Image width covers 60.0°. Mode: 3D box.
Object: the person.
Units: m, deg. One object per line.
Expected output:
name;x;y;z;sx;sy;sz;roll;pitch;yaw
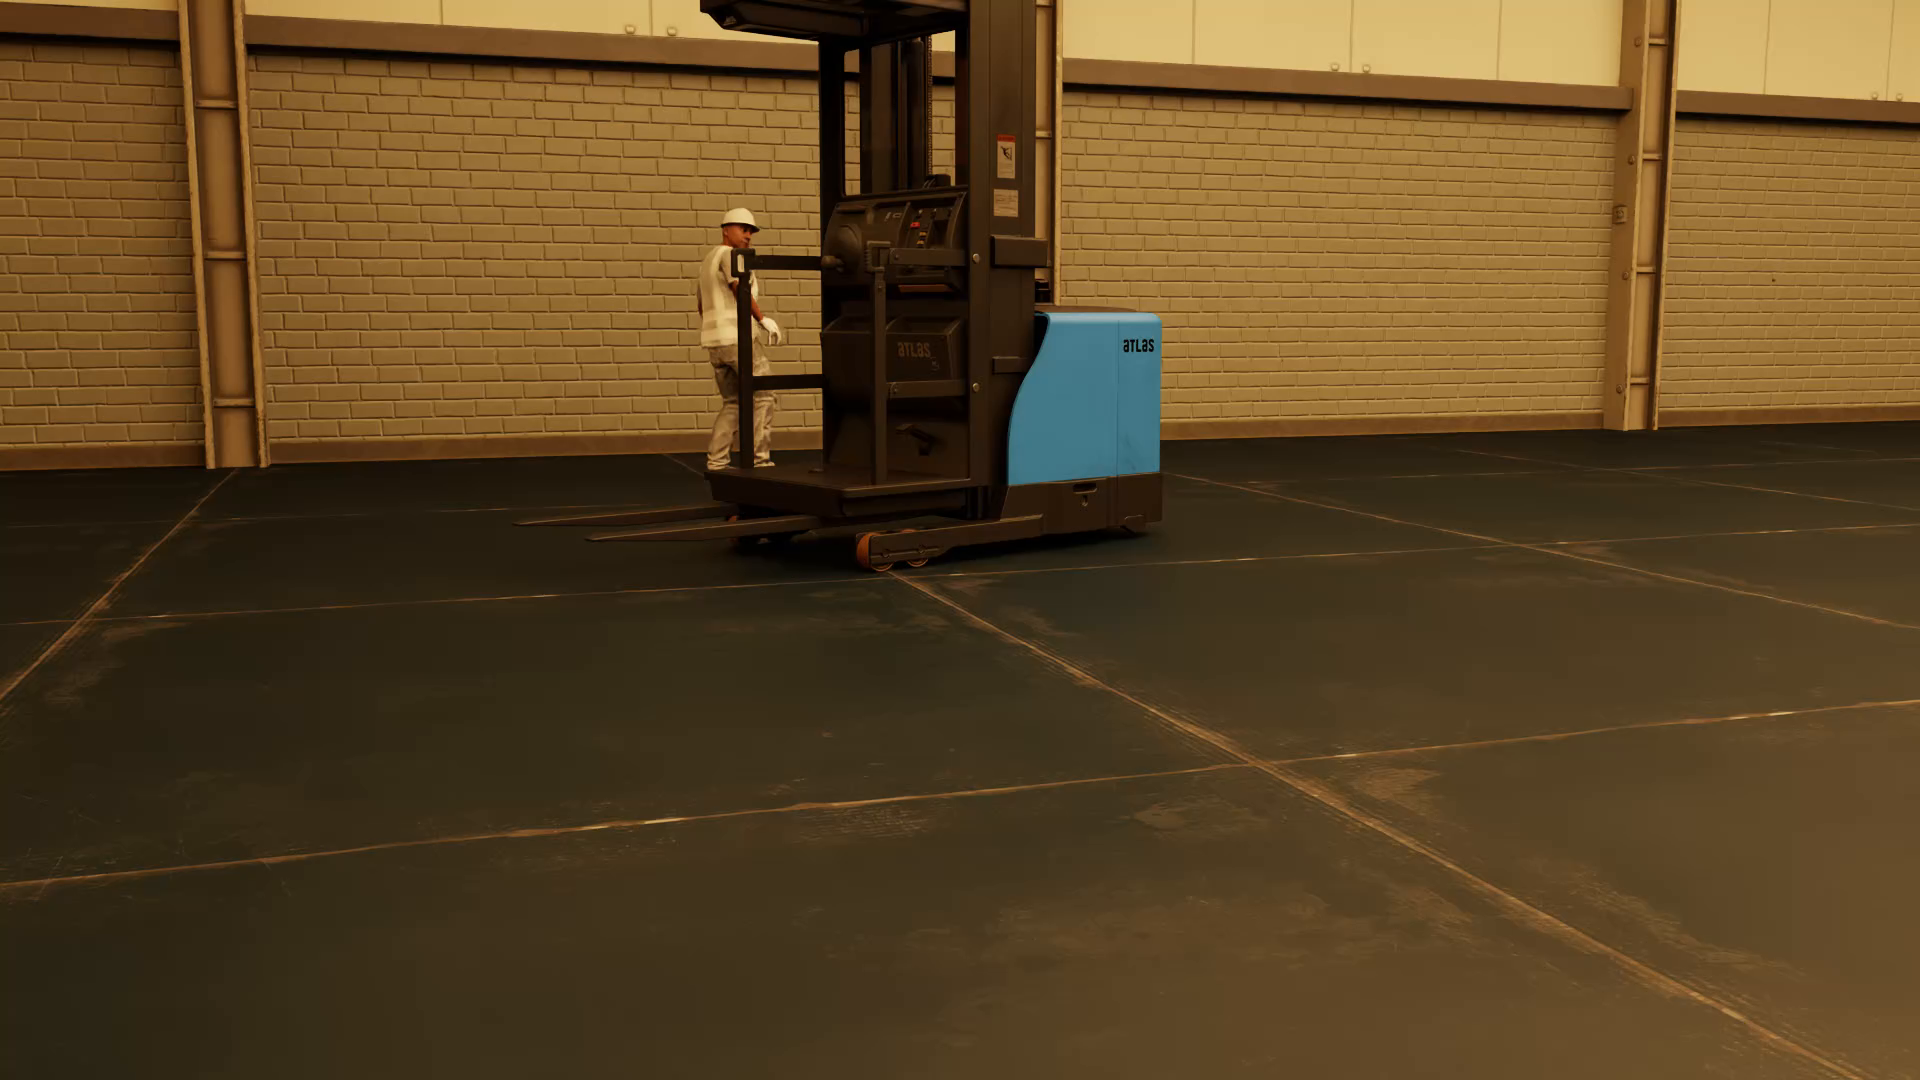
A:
person;-1.427;-1.268;10.788;0.515;1.746;0.763;-6;10;-37

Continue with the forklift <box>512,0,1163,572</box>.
forklift;-0.461;-1.399;7.333;3.031;2.935;1.130;-7;10;-40
